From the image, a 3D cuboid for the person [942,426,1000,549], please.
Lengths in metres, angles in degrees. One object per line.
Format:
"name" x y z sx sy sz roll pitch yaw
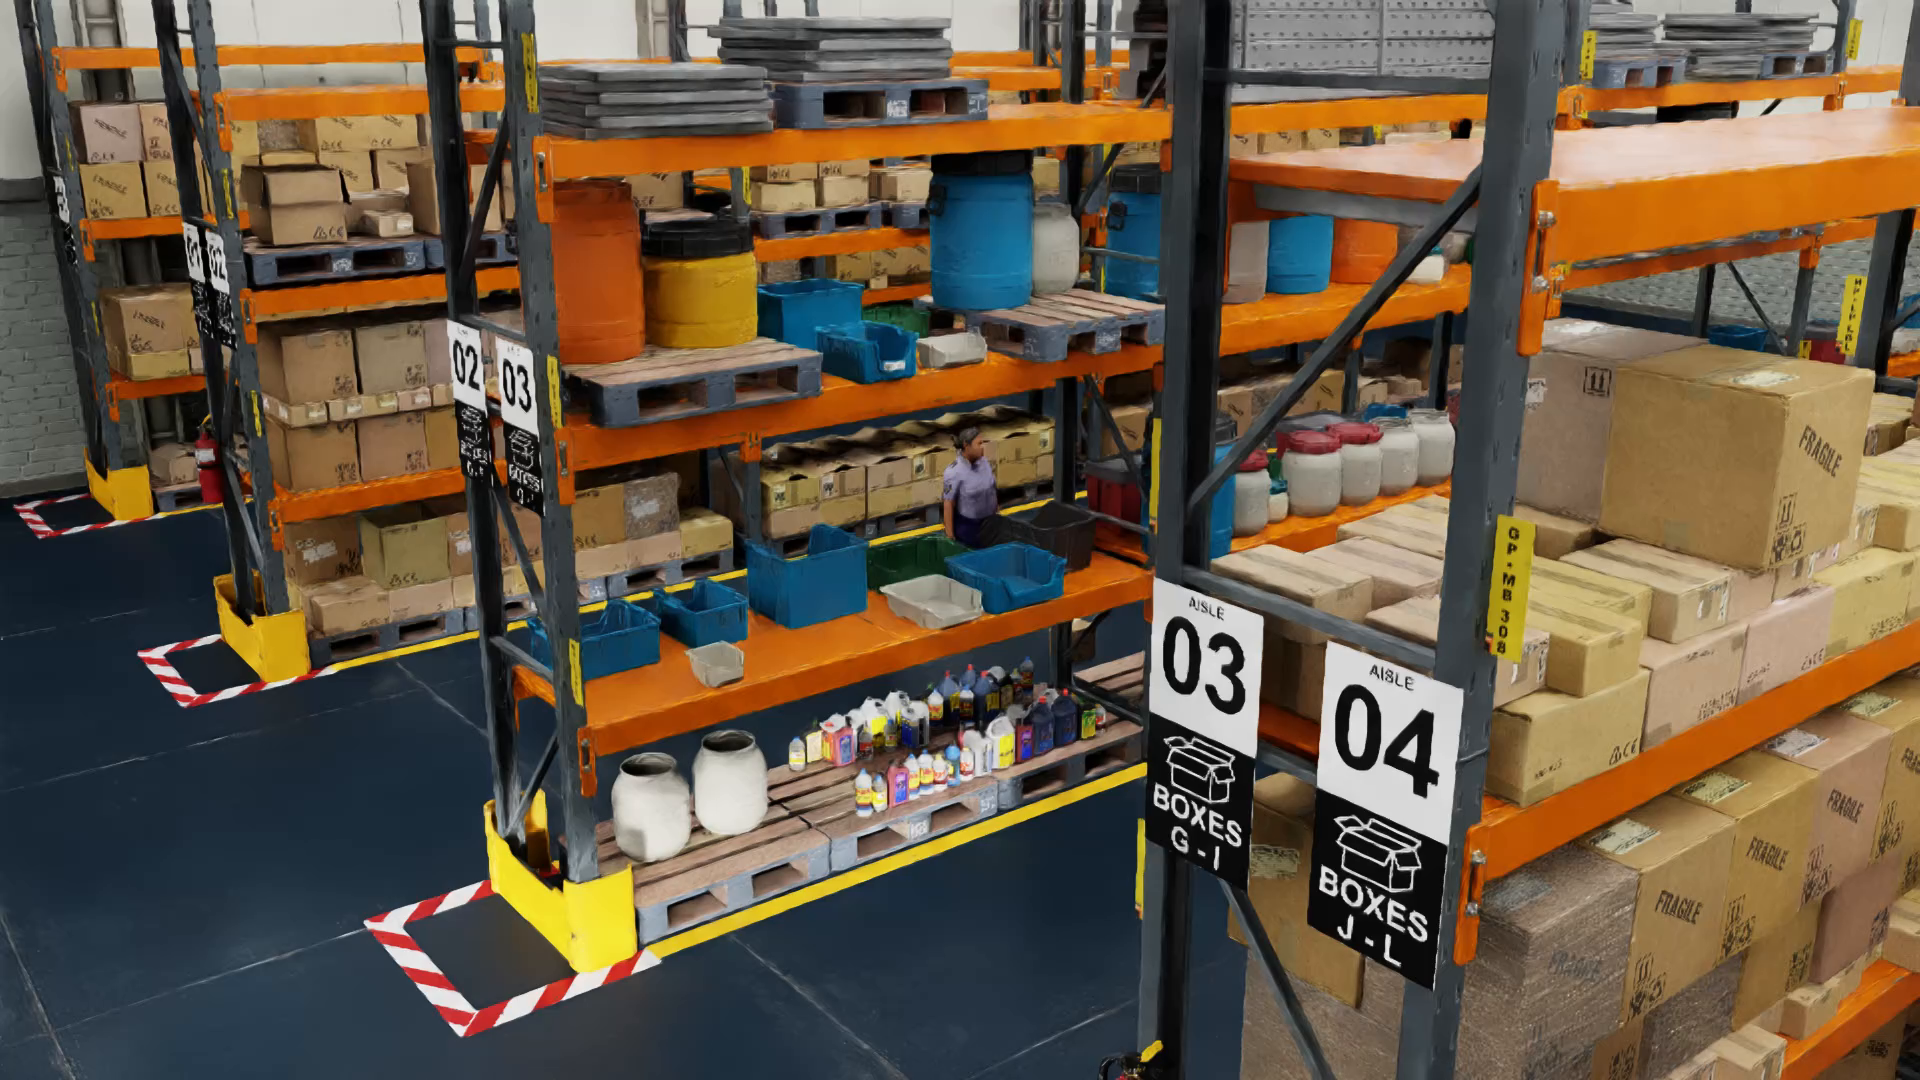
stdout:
"person" 0.096 -0.064 12.727 0.433 1.655 0.626 17 24 42
